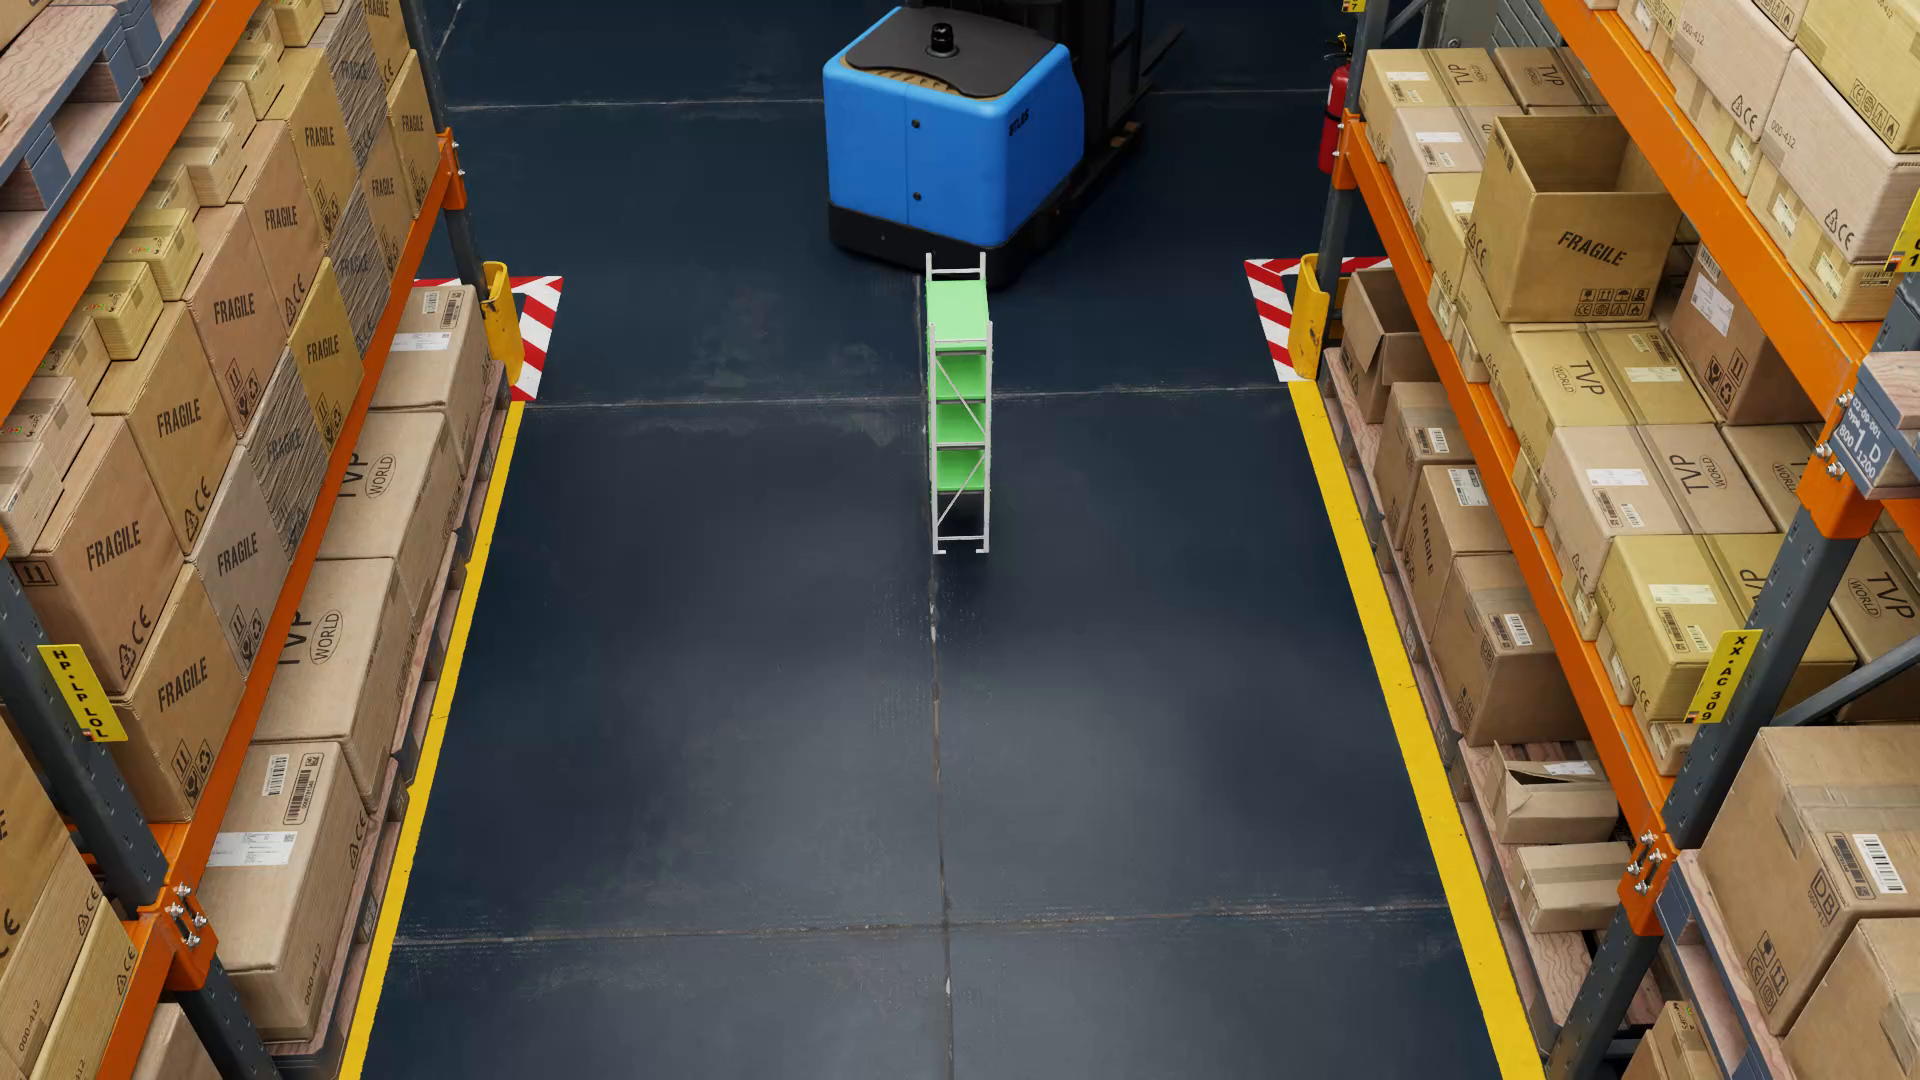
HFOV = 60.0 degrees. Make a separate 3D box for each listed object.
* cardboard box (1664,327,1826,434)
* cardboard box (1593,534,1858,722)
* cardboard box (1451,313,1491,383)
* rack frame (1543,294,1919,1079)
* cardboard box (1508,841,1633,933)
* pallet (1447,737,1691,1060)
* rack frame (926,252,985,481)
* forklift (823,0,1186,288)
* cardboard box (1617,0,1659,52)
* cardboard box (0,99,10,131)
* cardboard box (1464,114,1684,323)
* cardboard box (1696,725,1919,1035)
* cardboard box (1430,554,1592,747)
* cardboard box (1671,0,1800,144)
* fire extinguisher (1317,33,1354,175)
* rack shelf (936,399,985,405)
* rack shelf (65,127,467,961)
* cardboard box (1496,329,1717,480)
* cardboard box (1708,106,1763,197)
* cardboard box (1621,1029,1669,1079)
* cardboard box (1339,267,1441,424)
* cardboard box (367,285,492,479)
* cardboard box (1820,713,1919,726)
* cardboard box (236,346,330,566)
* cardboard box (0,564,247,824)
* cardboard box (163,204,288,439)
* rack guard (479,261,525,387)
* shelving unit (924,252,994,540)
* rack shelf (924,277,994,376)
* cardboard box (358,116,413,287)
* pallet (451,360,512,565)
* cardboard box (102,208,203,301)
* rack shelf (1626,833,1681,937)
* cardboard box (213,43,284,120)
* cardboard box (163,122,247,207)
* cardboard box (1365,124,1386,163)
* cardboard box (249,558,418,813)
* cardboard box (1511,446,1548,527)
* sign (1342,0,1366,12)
[{"bbox_3d":[2.591,-0.451,5.413,0.500,0.250,0.500,-1,43,-1],"label":"cardboard box"},{"bbox_3d":[2.125,0.241,4.658,0.500,0.250,0.500,-1,43,-1],"label":"cardboard box"},{"bbox_3d":[1.997,-0.698,5.977,0.380,0.149,0.250,-1,43,-1],"label":"cardboard box"},{"bbox_3d":[2.390,0.632,4.341,1.000,3.000,0.127,-2,43,-2],"label":"rack frame"},{"bbox_3d":[2.073,1.160,5.563,0.380,0.149,0.250,-3,43,-3],"label":"cardboard box"},{"bbox_3d":[2.362,1.196,5.789,1.003,0.211,1.213,-2,43,-2],"label":"pallet"},{"bbox_3d":[-0.017,-0.719,7.146,0.240,1.200,0.015,-2,43,-2],"label":"rack frame"},{"bbox_3d":[-3.275,-2.851,8.256,7.029,2.843,7.737,19,46,20],"label":"forklift"},{"bbox_3d":[2.065,-1.480,4.610,0.380,0.149,0.250,-1,43,-1],"label":"cardboard box"},{"bbox_3d":[-2.384,-0.961,3.399,0.500,0.500,0.500,-1,43,-1],"label":"cardboard box"},{"bbox_3d":[2.034,-1.073,5.536,0.500,0.500,0.500,-1,43,-1],"label":"cardboard box"},{"bbox_3d":[2.187,0.773,3.802,0.700,0.500,0.500,-1,43,-1],"label":"cardboard box"},{"bbox_3d":[2.193,0.393,6.141,0.700,0.500,0.500,-3,43,-3],"label":"cardboard box"},{"bbox_3d":[2.087,-1.197,4.007,0.500,0.250,0.500,-3,43,-3],"label":"cardboard box"},{"bbox_3d":[1.752,-1.989,7.533,0.296,0.674,0.183,-2,43,-2],"label":"fire extinguisher"},{"bbox_3d":[-0.007,-0.705,6.828,0.199,0.029,0.442,-2,43,-2],"label":"rack shelf"},{"bbox_3d":[-2.654,-0.308,5.899,1.077,0.370,4.000,-2,43,-2],"label":"rack shelf"},{"bbox_3d":[2.081,-0.434,5.395,0.500,0.250,0.500,-2,43,-2],"label":"cardboard box"},{"bbox_3d":[2.070,-0.962,4.046,0.380,0.149,0.250,0,43,0],"label":"cardboard box"},{"bbox_3d":[2.186,1.732,4.680,0.500,0.500,0.500,0,43,0],"label":"cardboard box"},{"bbox_3d":[2.151,-0.887,7.535,0.797,0.503,0.637,-3,43,-3],"label":"cardboard box"},{"bbox_3d":[-2.611,-0.691,7.369,0.875,0.438,0.875,-3,43,-3],"label":"cardboard box"},{"bbox_3d":[2.649,0.490,4.682,0.380,0.149,0.250,-2,43,-2],"label":"cardboard box"},{"bbox_3d":[-2.359,-0.260,5.240,0.500,0.500,0.500,-1,43,-2],"label":"cardboard box"},{"bbox_3d":[-2.327,0.416,4.503,0.500,0.500,0.500,0,43,0],"label":"cardboard box"},{"bbox_3d":[-2.373,-0.644,4.919,0.500,0.500,0.500,-1,43,-1],"label":"cardboard box"},{"bbox_3d":[-2.740,-1.018,7.991,1.175,0.500,0.348,-2,43,-2],"label":"rack guard"},{"bbox_3d":[-6.231,2.361,3.786,13.061,1.200,8.595,-2,43,-2],"label":"shelving unit"},{"bbox_3d":[-0.007,-0.861,6.685,0.258,0.148,0.480,-2,43,-2],"label":"rack shelf"},{"bbox_3d":[-2.448,-1.303,6.378,0.500,0.500,0.500,-2,43,-3],"label":"cardboard box"},{"bbox_3d":[-2.627,-0.358,7.484,1.003,0.211,1.213,-2,43,-2],"label":"pallet"},{"bbox_3d":[-2.335,-0.782,4.589,0.380,0.149,0.250,-3,43,-3],"label":"cardboard box"},{"bbox_3d":[2.475,2.247,3.111,1.077,0.370,4.000,-2,43,-2],"label":"rack shelf"},{"bbox_3d":[-2.415,-1.472,5.342,0.380,0.149,0.250,-1,43,-1],"label":"cardboard box"},{"bbox_3d":[-2.369,-1.117,4.955,0.380,0.149,0.250,-2,43,-2],"label":"cardboard box"},{"bbox_3d":[1.960,-1.746,7.121,0.380,0.149,0.250,-2,43,-2],"label":"cardboard box"},{"bbox_3d":[-2.527,0.535,6.032,0.875,0.438,0.875,-3,43,-3],"label":"cardboard box"},{"bbox_3d":[2.033,-0.183,5.416,0.380,0.149,0.250,-2,43,-2],"label":"cardboard box"},{"bbox_3d":[1.678,-2.372,6.977,0.100,0.325,0.005,-2,43,-2],"label":"sign"}]
